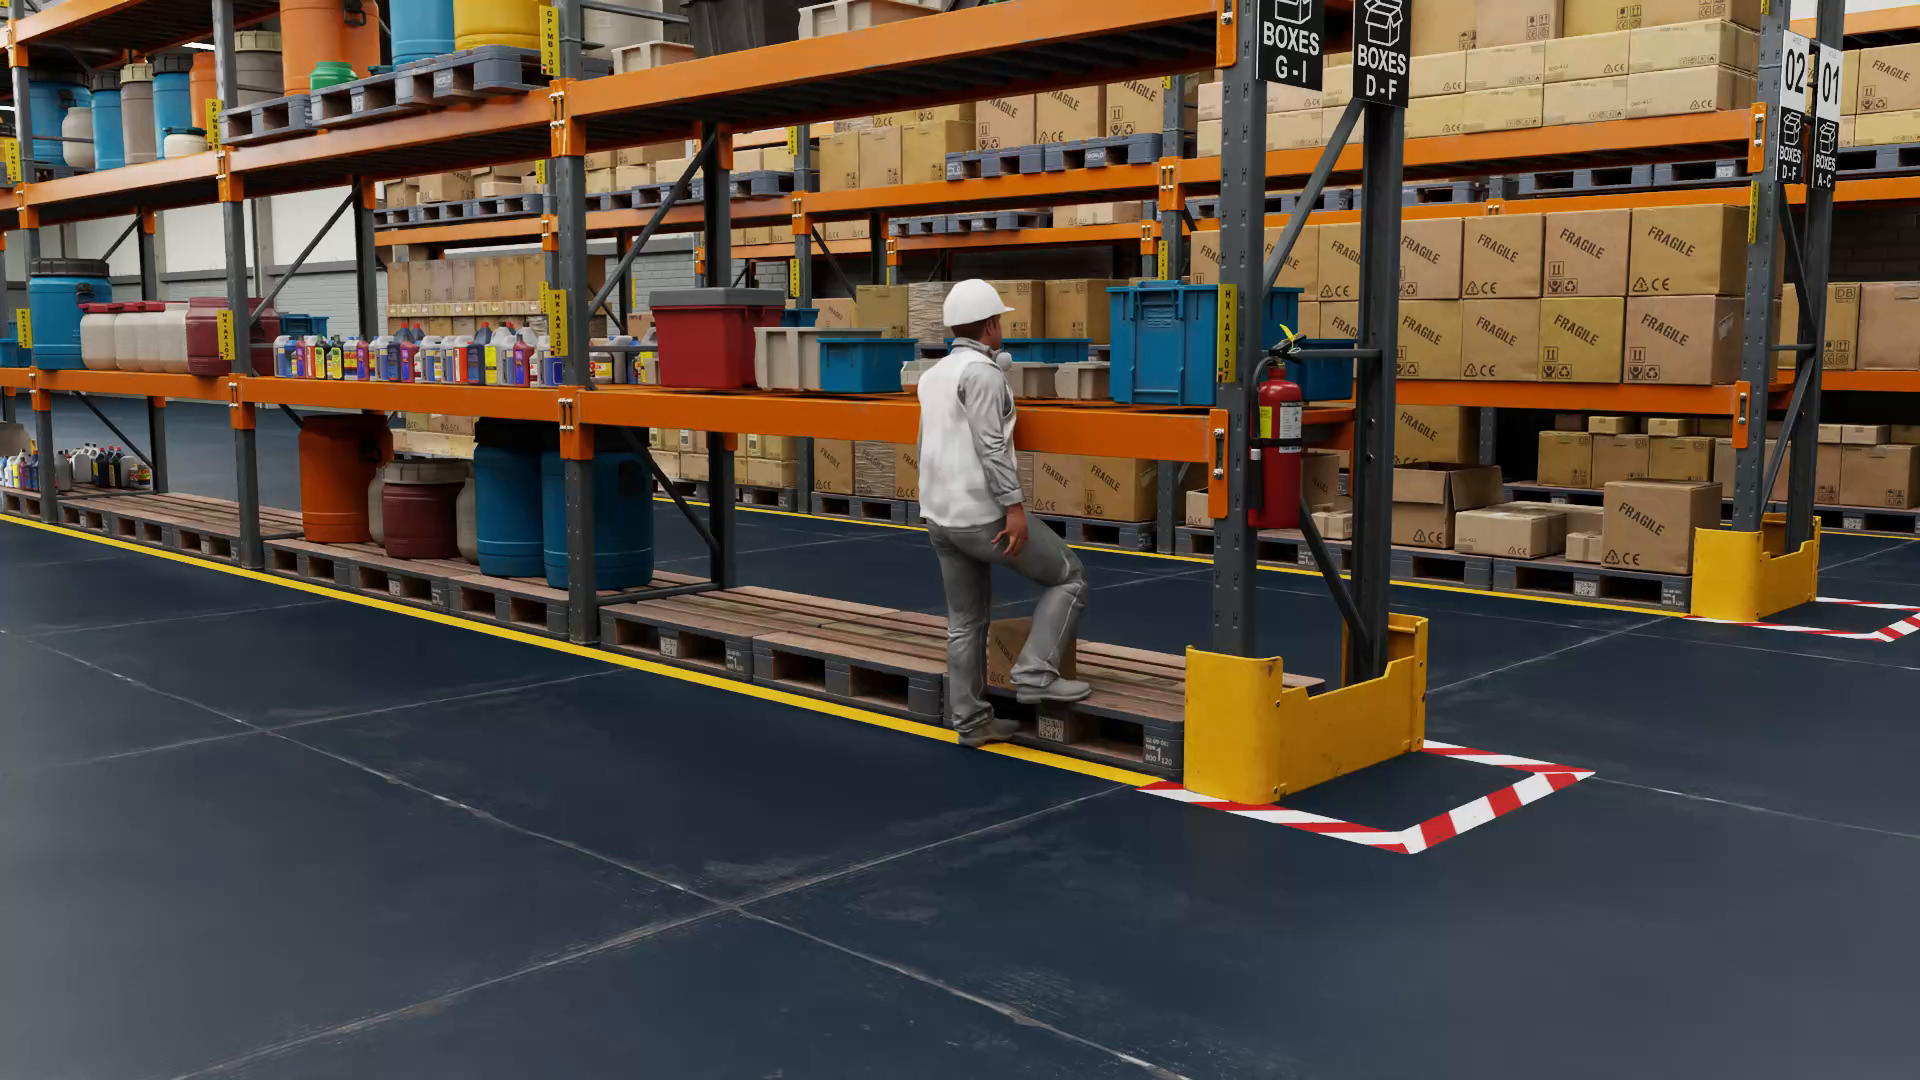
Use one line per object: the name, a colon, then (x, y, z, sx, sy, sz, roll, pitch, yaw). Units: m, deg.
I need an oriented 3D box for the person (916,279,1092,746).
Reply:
person: (0.146, -0.098, 6.356, 0.611, 1.777, 0.636, -4, 8, -29)
